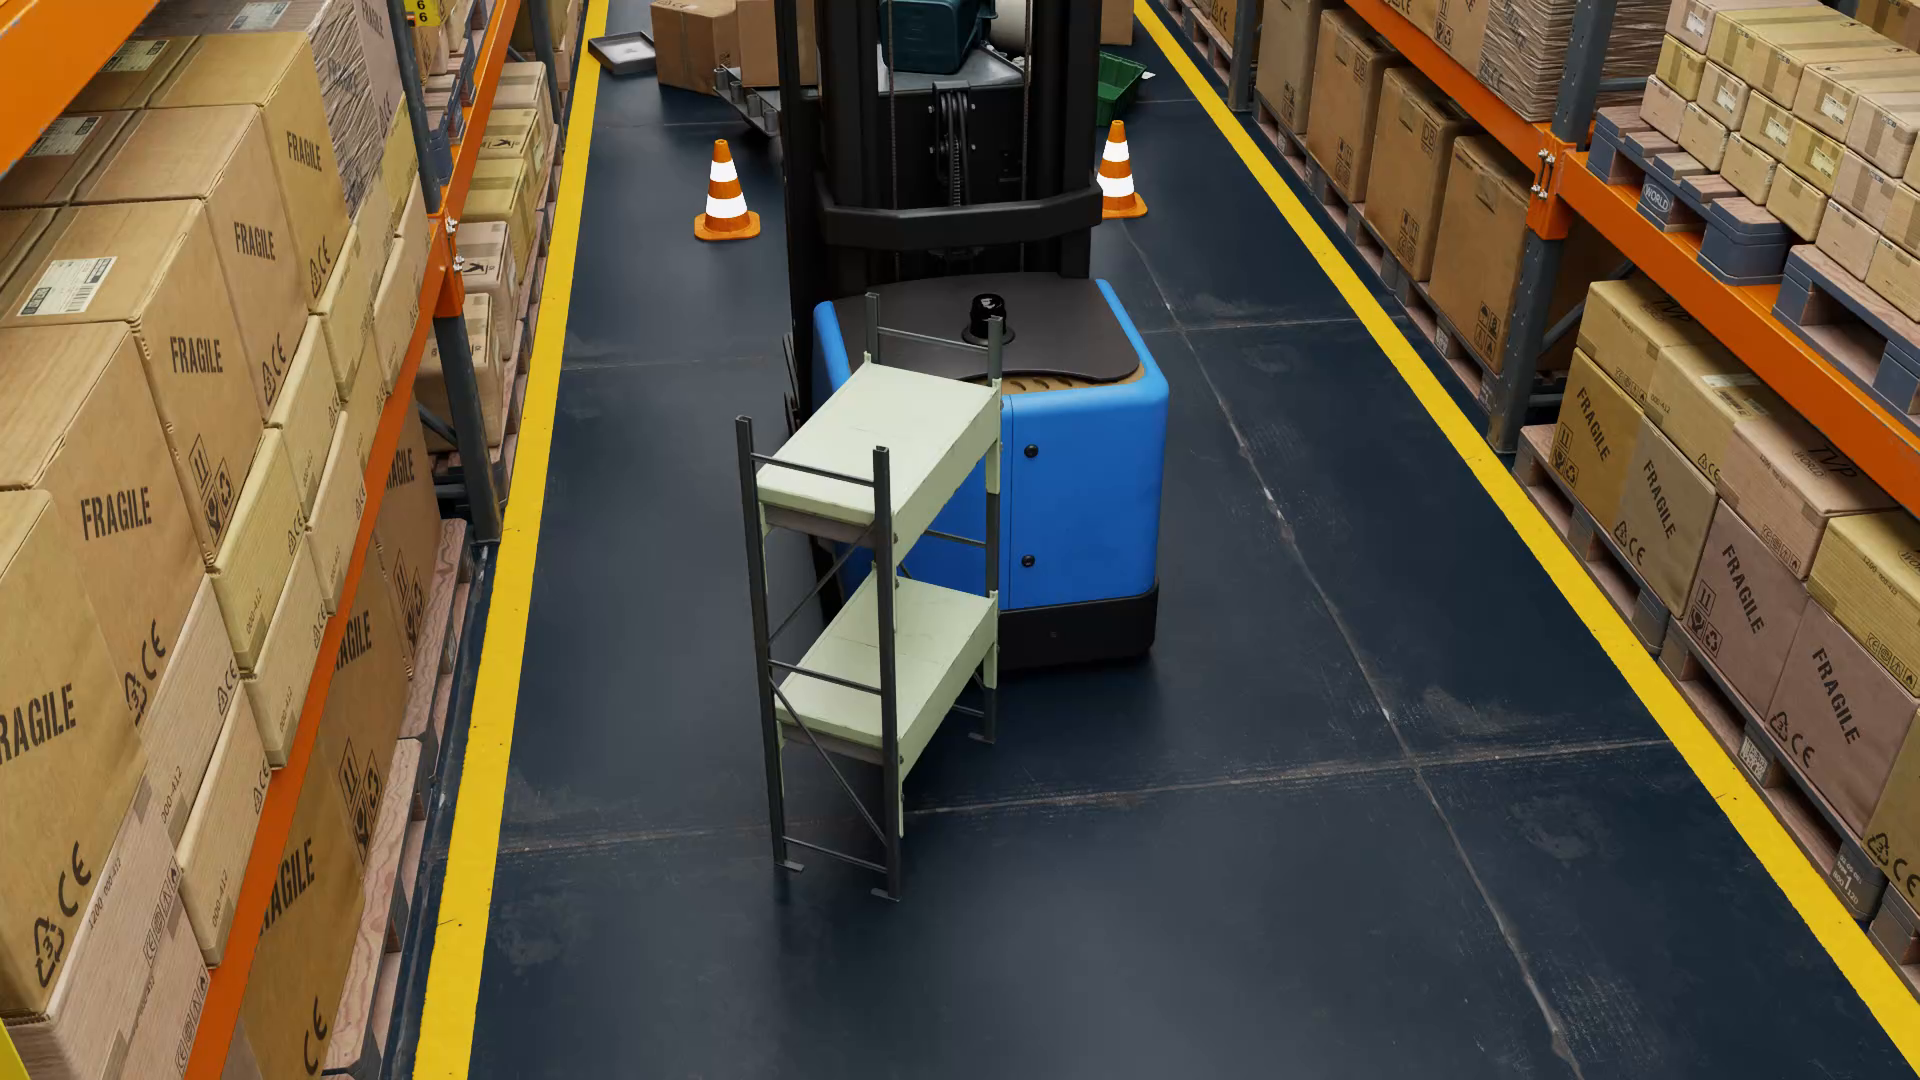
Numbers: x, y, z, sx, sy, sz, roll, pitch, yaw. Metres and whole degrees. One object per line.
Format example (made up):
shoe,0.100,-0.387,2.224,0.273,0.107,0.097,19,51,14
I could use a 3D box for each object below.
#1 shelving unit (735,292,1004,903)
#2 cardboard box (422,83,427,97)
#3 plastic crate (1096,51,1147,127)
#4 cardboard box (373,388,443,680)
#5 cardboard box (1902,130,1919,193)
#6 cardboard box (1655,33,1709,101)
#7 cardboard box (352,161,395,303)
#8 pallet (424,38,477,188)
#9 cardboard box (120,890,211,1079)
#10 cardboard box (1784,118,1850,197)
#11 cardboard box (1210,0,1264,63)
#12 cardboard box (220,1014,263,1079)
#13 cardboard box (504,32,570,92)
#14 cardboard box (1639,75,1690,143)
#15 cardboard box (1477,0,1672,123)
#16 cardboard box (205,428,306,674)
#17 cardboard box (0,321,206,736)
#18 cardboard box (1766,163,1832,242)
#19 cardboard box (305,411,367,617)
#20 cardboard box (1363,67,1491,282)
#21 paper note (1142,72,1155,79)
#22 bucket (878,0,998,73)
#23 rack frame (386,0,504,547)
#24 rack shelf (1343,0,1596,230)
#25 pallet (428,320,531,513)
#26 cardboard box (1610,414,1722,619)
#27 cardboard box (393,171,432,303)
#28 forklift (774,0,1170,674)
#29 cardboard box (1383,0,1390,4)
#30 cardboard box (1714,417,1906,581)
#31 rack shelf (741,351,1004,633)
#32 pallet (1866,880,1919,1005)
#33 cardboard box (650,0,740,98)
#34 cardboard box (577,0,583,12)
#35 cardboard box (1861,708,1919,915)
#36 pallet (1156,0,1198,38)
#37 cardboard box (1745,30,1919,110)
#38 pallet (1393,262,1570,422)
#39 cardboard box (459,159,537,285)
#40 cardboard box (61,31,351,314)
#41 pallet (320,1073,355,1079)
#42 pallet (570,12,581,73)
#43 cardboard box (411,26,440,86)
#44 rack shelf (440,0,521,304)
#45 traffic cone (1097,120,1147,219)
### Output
shelving unit,-0.214,0.175,4.661,0.431,1.500,0.755,13,36,19
cardboard box,-2.088,-1.646,5.851,0.380,0.149,0.250,-6,35,-9
plastic crate,0.808,-2.743,10.058,0.450,0.188,0.662,21,39,12
cardboard box,-2.214,-0.124,5.282,0.875,0.875,0.875,-5,35,-7
cardboard box,2.716,-0.961,4.319,0.380,0.149,0.250,-3,34,-5
cardboard box,2.533,-1.559,5.461,0.380,0.149,0.250,-3,34,-4
cardboard box,-1.835,-0.828,4.491,0.500,0.250,0.500,-5,35,-8
pallet,-2.426,-1.531,6.003,1.213,0.211,1.003,-4,35,-6
cardboard box,-1.484,0.808,2.533,0.500,0.250,0.500,-5,35,-7
cardboard box,2.645,-1.119,4.814,0.380,0.149,0.250,-4,35,-6
cardboard box,2.114,-3.535,10.288,0.875,0.875,0.875,-4,34,-6
cardboard box,-1.849,1.376,3.080,0.875,0.875,0.875,-3,34,-5
cardboard box,-2.574,-2.839,9.822,0.500,0.250,0.500,-6,35,-9
cardboard box,2.527,-1.456,5.573,0.380,0.149,0.250,-5,35,-7
cardboard box,2.341,-1.924,6.321,0.500,0.500,0.500,-4,35,-6
cardboard box,-1.605,0.028,3.235,0.500,0.250,0.500,-4,34,-6
cardboard box,-1.556,0.008,2.598,0.500,0.500,0.500,-5,35,-7
cardboard box,2.638,-1.006,4.912,0.380,0.149,0.250,-3,34,-4
cardboard box,-1.666,-0.047,3.789,0.500,0.250,0.500,-5,35,-7
cardboard box,2.554,-1.730,7.749,1.050,0.750,0.750,-4,34,-6
paper note,1.142,-2.964,10.571,0.142,0.020,0.147,27,43,34
bucket,-0.174,-3.060,9.634,0.726,0.611,0.620,7,45,10
rack frame,-2.224,-1.220,5.377,1.000,3.000,0.127,-4,35,-6
rack shelf,2.398,-2.470,7.850,1.077,0.370,4.000,-4,35,-6
pallet,-2.328,-0.504,6.802,1.003,0.211,1.213,-4,35,-6
cardboard box,2.581,-0.098,5.577,0.500,0.500,0.500,-4,34,-6
cardboard box,-1.899,-0.896,5.034,0.500,0.250,0.500,-6,35,-8
forklift,-0.114,-1.560,5.937,1.130,2.935,3.031,-6,35,-9
cardboard box,2.135,-2.767,7.558,0.500,0.500,0.500,-4,34,-6
cardboard box,2.642,-0.139,4.971,0.500,0.250,0.500,-4,34,-6
rack shelf,-0.214,-0.147,4.441,0.431,0.370,0.720,13,36,19
pallet,3.099,1.299,4.157,1.003,0.211,1.213,-4,35,-6
cardboard box,-1.558,-3.121,10.384,0.500,0.500,0.500,20,39,26
cardboard box,-2.787,-3.710,11.099,0.500,0.250,0.500,-6,35,-8
cardboard box,2.787,0.760,4.318,0.500,0.500,0.500,-5,35,-8
pallet,1.937,-3.844,11.703,1.003,0.211,1.213,-4,35,-6
cardboard box,2.605,-1.408,4.974,0.380,0.149,0.250,-5,35,-7
pallet,2.636,-0.945,7.449,1.003,0.211,1.213,-4,35,-6
cardboard box,-2.494,-1.459,7.687,0.950,0.372,0.625,-3,34,-5
cardboard box,-1.758,-0.843,3.846,0.500,0.500,0.500,-4,35,-6
pallet,-1.865,1.739,3.510,1.003,0.211,1.213,-4,35,-6
pallet,-3.055,-3.354,10.985,1.003,0.211,1.213,-4,35,-6
cardboard box,-2.055,-1.827,5.541,0.500,0.500,0.500,-5,35,-8
rack shelf,-2.493,-2.039,7.217,1.077,0.370,4.000,-4,35,-6
traffic cone,0.813,-1.973,8.734,0.336,0.463,0.334,-4,35,-6
